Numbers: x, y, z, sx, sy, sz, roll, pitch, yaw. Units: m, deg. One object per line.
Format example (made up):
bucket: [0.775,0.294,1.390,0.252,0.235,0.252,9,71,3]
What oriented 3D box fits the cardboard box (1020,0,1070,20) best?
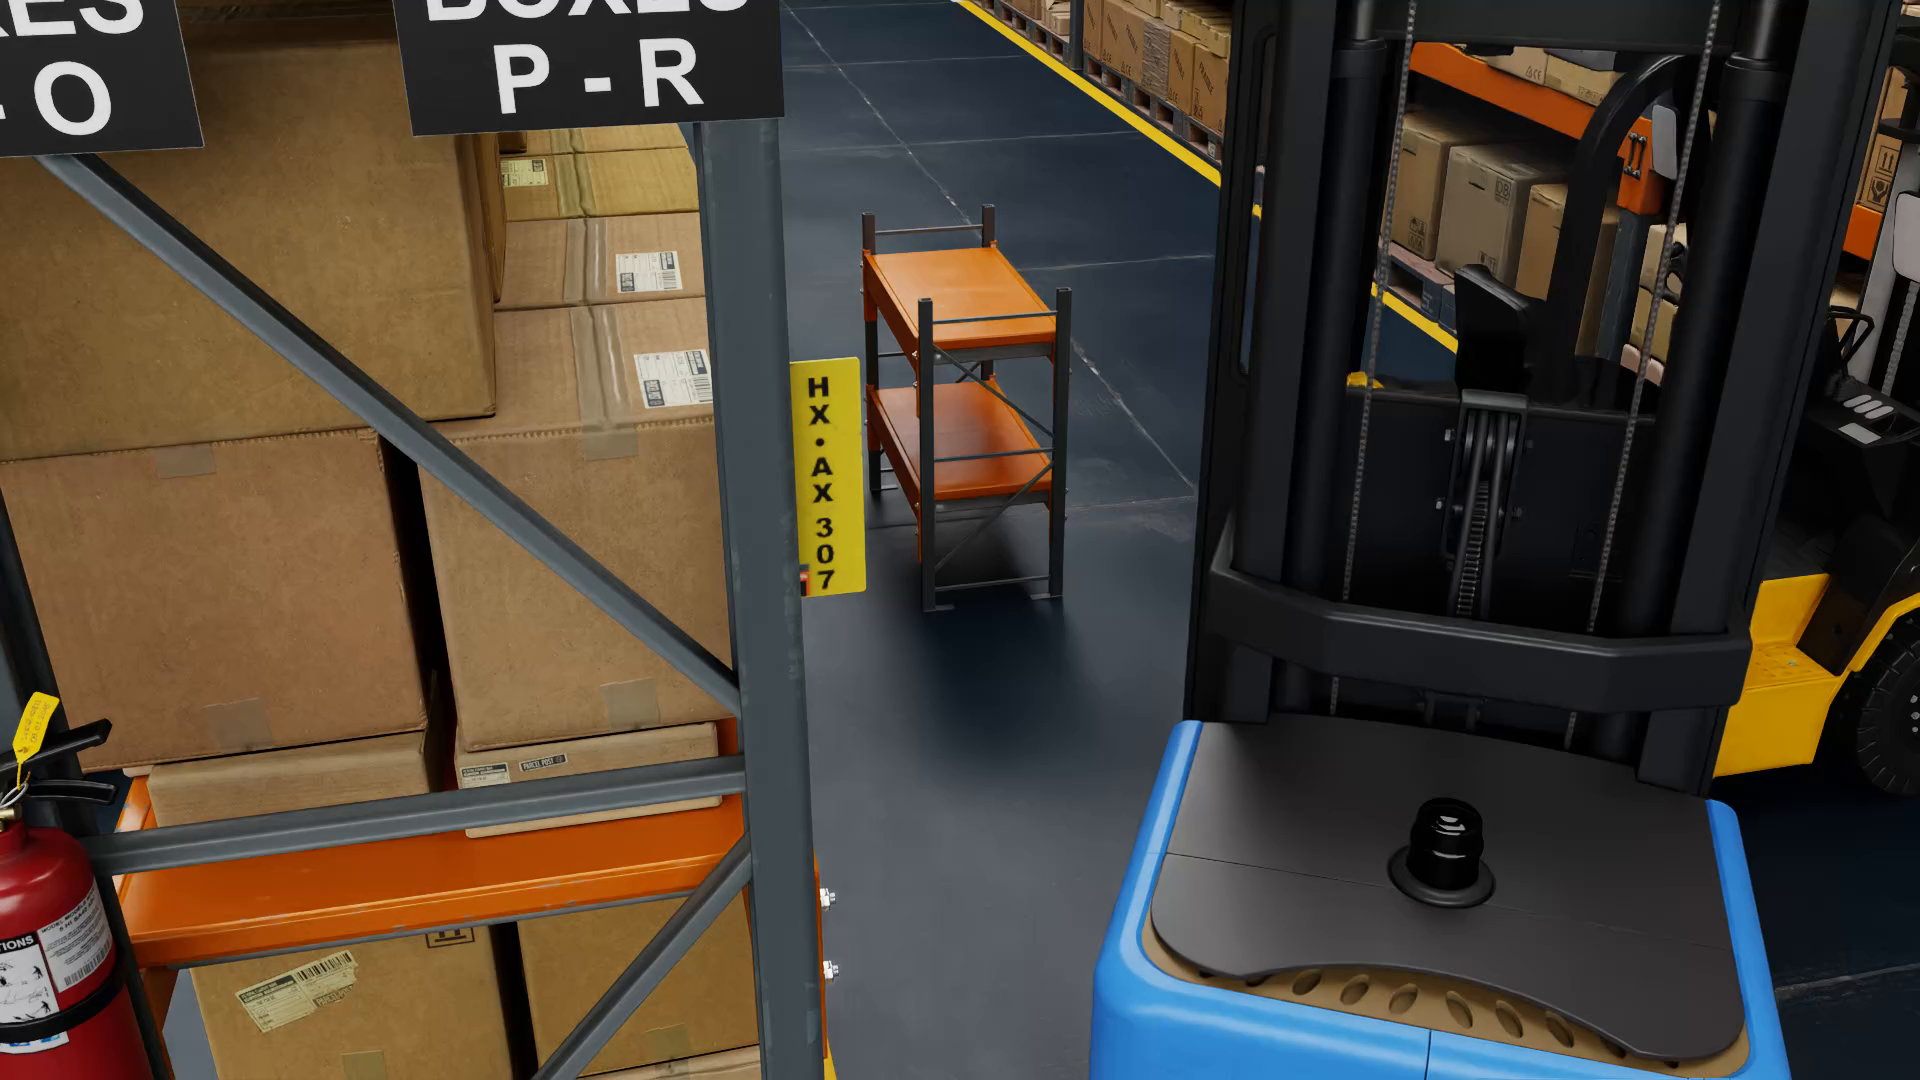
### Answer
cardboard box: [0.962,-5.121,15.375,0.700,0.500,0.500,-7,28,-14]

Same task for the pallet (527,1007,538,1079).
pallet: [-0.867,1.219,3.601,1.003,0.211,1.213,-6,27,-12]

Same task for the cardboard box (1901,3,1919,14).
cardboard box: [3.177,-1.721,5.500,0.380,0.149,0.250,-5,27,-10]

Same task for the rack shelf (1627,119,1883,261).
rack shelf: [3.683,-0.695,5.097,1.077,0.370,4.000,-6,27,-12]

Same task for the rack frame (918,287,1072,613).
rack frame: [0.113,-0.282,5.560,0.500,1.125,0.032,-6,27,-12]

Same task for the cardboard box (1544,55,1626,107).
cardboard box: [2.864,-2.022,7.094,0.500,0.250,0.500,-5,27,-10]

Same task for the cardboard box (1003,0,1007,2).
cardboard box: [0.728,-5.577,16.278,0.700,0.500,0.500,-5,27,-9]

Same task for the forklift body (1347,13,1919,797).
forklift body: [1.929,-0.407,4.669,2.313,2.155,1.214,-6,27,-12]

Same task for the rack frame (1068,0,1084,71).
rack frame: [1.429,-5.406,13.632,1.000,3.000,0.127,-6,27,-12]

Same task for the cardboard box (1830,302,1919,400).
cardboard box: [3.264,-0.614,5.613,0.500,0.250,0.500,-5,27,-10]

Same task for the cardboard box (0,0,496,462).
cardboard box: [-1.029,-0.458,2.279,0.700,0.500,0.500,-7,28,-13]

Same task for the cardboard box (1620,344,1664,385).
cardboard box: [3.019,-0.608,6.712,0.500,0.250,0.500,-6,27,-11]

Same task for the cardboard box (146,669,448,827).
cardboard box: [-0.994,0.337,2.532,0.380,0.149,0.250,-5,27,-10]

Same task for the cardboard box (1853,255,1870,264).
cardboard box: [3.661,-0.883,6.147,0.500,0.250,0.500,-6,27,-12]

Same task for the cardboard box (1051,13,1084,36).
cardboard box: [1.018,-4.536,14.605,0.380,0.149,0.250,-7,28,-13]

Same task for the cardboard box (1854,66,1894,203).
cardboard box: [3.212,-1.491,5.763,0.500,0.500,0.500,-5,27,-11]

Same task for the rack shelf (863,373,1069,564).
rack shelf: [-0.002,-0.287,6.113,0.538,0.278,1.000,-6,27,-12]

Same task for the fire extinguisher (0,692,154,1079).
fire extinguisher: [-1.125,0.499,2.018,0.296,0.674,0.183,-6,27,-12]

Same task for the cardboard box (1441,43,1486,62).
cardboard box: [2.663,-2.463,7.968,0.500,0.250,0.500,-6,27,-11]

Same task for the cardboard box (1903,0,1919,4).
cardboard box: [3.186,-1.851,5.428,0.380,0.149,0.250,-5,27,-10]

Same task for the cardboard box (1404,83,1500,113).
cardboard box: [2.613,-2.216,9.482,0.875,0.625,0.625,-5,27,-10]

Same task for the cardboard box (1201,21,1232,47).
cardboard box: [1.865,-3.439,11.323,0.380,0.149,0.250,-7,28,-13]

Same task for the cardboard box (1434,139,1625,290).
cardboard box: [2.936,-1.591,8.243,0.875,0.625,0.625,-6,27,-12]

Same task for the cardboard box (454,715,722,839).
cardboard box: [-0.576,0.309,2.587,0.380,0.149,0.250,-6,27,-11]

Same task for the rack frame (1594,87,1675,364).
rack frame: [3.232,-1.894,6.674,1.000,3.000,0.127,-6,27,-12]

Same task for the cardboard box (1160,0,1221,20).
cardboard box: [1.696,-3.901,12.237,0.380,0.149,0.250,-6,27,-11]

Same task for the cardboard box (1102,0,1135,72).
cardboard box: [1.449,-4.010,13.174,0.500,0.500,0.500,-6,27,-12]

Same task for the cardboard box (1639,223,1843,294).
cardboard box: [3.036,-1.056,6.490,0.500,0.250,0.500,-6,27,-12]

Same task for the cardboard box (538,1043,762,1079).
cardboard box: [-0.614,1.025,3.475,0.500,0.250,0.500,-6,27,-12]

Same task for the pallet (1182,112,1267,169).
pallet: [2.199,-2.737,11.438,1.003,0.211,1.213,-6,27,-12]

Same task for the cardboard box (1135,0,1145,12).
cardboard box: [1.553,-4.125,12.682,0.380,0.149,0.250,-6,27,-12]

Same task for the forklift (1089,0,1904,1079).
forklift: [1.096,-0.257,3.506,1.130,2.935,3.031,7,28,14]

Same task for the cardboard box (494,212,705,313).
cardboard box: [-0.658,-0.273,3.021,0.500,0.500,0.500,-5,27,-10]

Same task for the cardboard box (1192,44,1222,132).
cardboard box: [1.924,-3.106,11.384,0.500,0.500,0.500,-6,27,-12]

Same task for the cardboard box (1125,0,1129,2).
cardboard box: [1.458,-4.358,13.143,0.380,0.149,0.250,-7,28,-14]

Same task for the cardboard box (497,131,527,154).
cardboard box: [-1.328,-1.128,3.605,0.700,0.500,0.500,-6,27,-12]

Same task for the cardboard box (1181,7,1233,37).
cardboard box: [1.793,-3.669,11.779,0.380,0.149,0.250,-6,27,-12]

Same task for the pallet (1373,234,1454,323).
pallet: [2.750,-1.506,8.999,1.003,0.211,1.213,-6,27,-12]

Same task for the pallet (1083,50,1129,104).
pallet: [1.650,-3.808,13.561,1.003,0.211,1.213,-6,27,-12]

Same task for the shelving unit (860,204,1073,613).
shelving unit: [-0.002,-0.505,6.002,0.538,1.125,1.048,-6,27,-12]

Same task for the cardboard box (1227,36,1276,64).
cardboard box: [1.973,-3.203,10.854,0.380,0.149,0.250,-7,28,-14]

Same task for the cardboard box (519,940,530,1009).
cardboard box: [-1.255,0.852,3.819,0.500,0.250,0.500,-6,27,-11]

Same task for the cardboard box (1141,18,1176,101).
cardboard box: [1.668,-3.562,12.286,0.500,0.500,0.500,-7,28,-13]

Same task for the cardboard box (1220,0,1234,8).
cardboard box: [2.154,-3.957,12.349,0.380,0.149,0.250,-7,28,-14]

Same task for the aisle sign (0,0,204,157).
aisle sign: [-0.970,-0.737,1.495,0.394,0.787,0.004,-6,27,-12]

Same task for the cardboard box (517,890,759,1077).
cardboard box: [-0.620,0.680,3.327,0.500,0.500,0.500,-7,28,-13]

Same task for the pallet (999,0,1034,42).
pallet: [0.997,-5.000,15.921,1.003,0.211,1.213,-6,27,-12]

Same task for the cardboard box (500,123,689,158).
cardboard box: [-0.896,-0.719,3.905,0.500,0.500,0.500,-7,28,-13]
